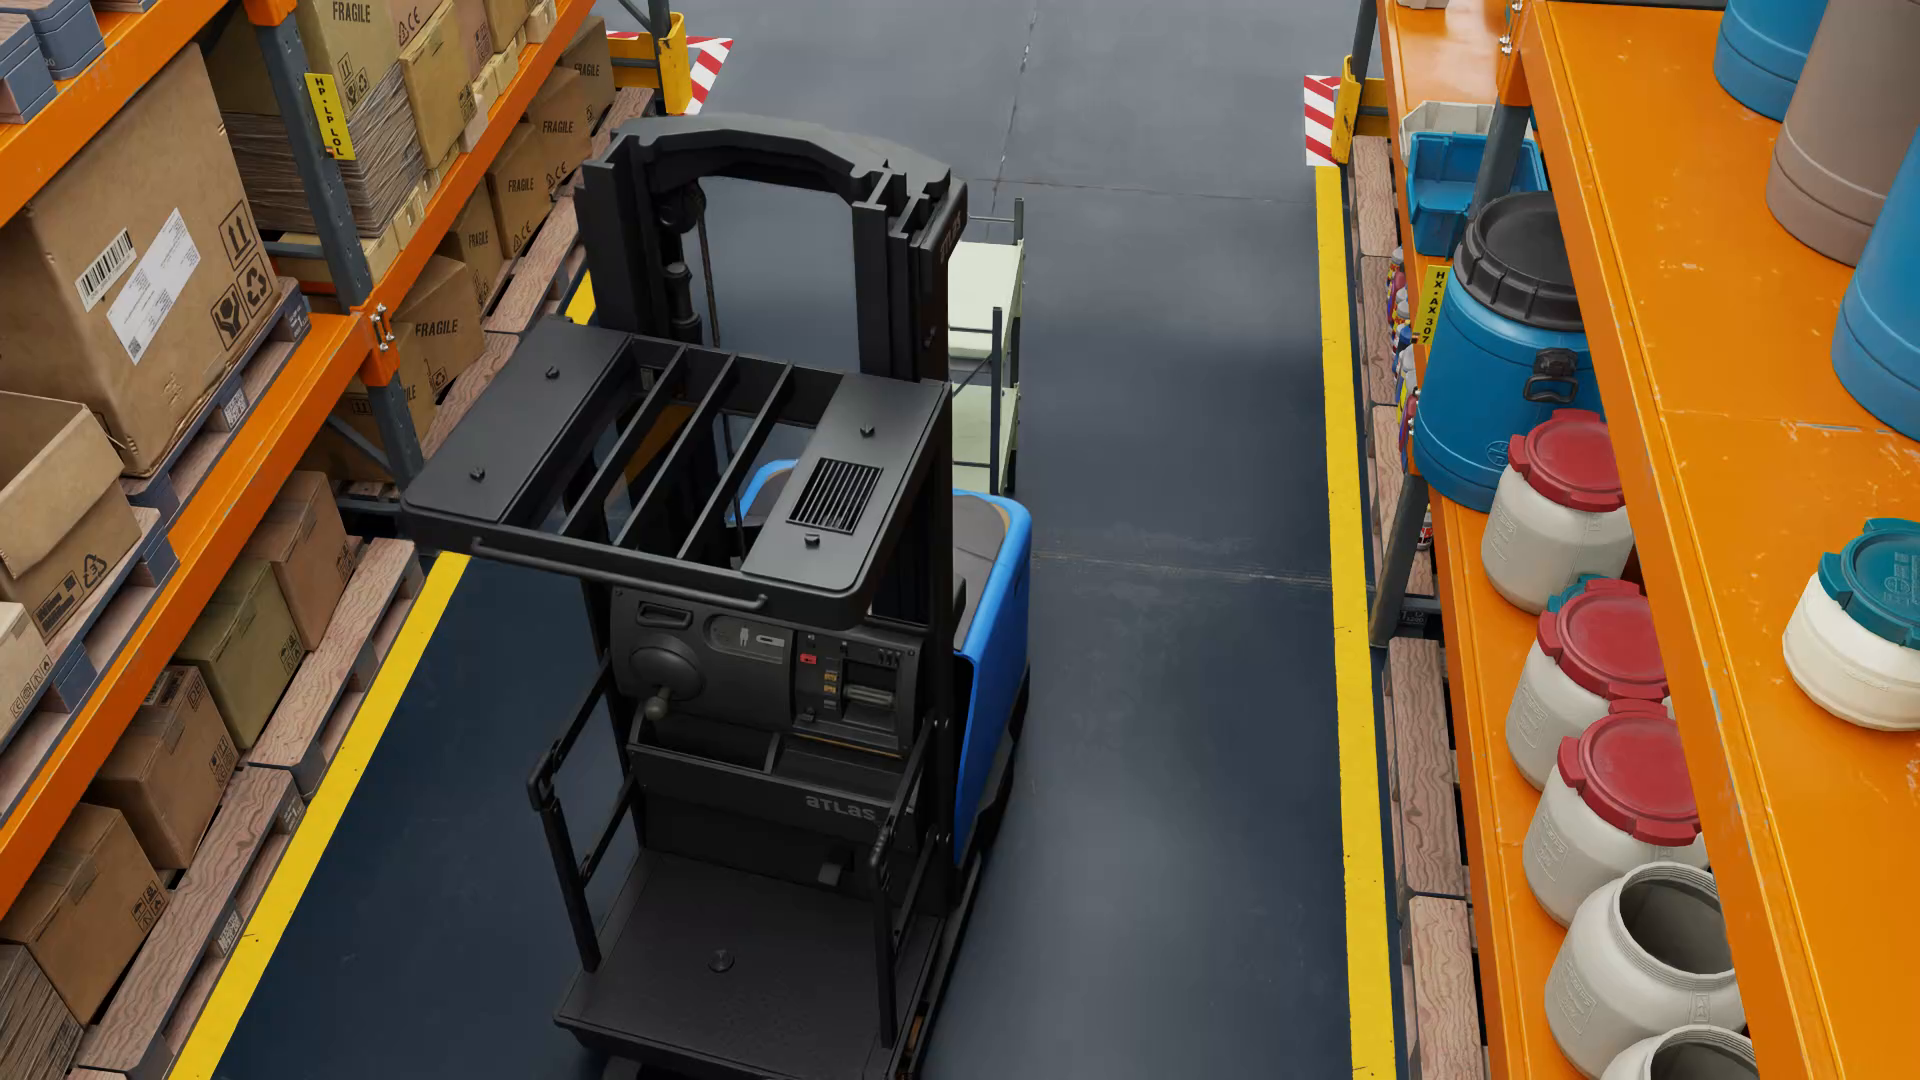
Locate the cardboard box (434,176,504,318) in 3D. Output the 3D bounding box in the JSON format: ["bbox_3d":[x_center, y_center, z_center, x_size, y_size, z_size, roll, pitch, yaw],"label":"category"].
[{"bbox_3d":[-2.572,-1.431,8.092,0.500,0.500,0.500,2,43,2],"label":"cardboard box"}]

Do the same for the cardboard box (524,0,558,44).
[{"bbox_3d":[-2.136,-2.486,7.876,0.380,0.149,0.250,5,44,6],"label":"cardboard box"}]

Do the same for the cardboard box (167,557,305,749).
[{"bbox_3d":[-2.922,0.392,6.152,0.700,0.500,0.500,5,44,5],"label":"cardboard box"}]

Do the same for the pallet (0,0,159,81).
[{"bbox_3d":[-2.925,-1.706,4.825,1.213,0.211,1.003,5,44,6],"label":"pallet"}]

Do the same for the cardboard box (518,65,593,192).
[{"bbox_3d":[-2.353,-2.232,8.938,0.500,0.500,0.500,16,46,16],"label":"cardboard box"}]

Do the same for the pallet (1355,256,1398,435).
[{"bbox_3d":[2.461,-0.921,8.069,1.003,0.211,1.213,5,44,6],"label":"pallet"}]

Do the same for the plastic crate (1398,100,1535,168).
[{"bbox_3d":[2.136,-1.679,7.034,0.530,0.136,0.437,5,44,6],"label":"plastic crate"}]

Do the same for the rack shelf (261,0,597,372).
[{"bbox_3d":[-2.473,-2.197,7.912,1.077,0.370,4.000,5,44,6],"label":"rack shelf"}]

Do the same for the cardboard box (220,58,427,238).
[{"bbox_3d":[-2.617,-1.541,6.407,0.875,0.500,0.500,5,44,6],"label":"cardboard box"}]

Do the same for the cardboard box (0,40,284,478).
[{"bbox_3d":[-2.981,-0.937,5.316,1.000,1.000,1.000,6,44,6],"label":"cardboard box"}]

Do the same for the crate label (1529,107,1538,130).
[{"bbox_3d":[2.726,-2.105,7.266,0.502,0.435,0.616,5,44,6],"label":"crate label"}]

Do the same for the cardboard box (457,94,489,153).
[{"bbox_3d":[-2.262,-1.804,7.156,0.380,0.149,0.250,5,44,6],"label":"cardboard box"}]

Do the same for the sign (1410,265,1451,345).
[{"bbox_3d":[1.628,-0.803,5.716,0.100,0.325,0.005,5,44,6],"label":"sign"}]

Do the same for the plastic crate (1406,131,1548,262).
[{"bbox_3d":[2.049,-1.370,6.624,0.499,0.251,0.616,5,44,6],"label":"plastic crate"}]

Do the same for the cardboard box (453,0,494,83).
[{"bbox_3d":[-2.549,-2.228,7.133,0.875,0.500,0.500,5,44,6],"label":"cardboard box"}]

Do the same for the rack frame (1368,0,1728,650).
[{"bbox_3d":[2.172,-0.645,5.750,1.000,3.000,0.127,5,44,6],"label":"rack frame"}]

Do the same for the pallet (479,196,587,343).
[{"bbox_3d":[-2.525,-1.378,8.552,1.003,0.211,1.213,5,44,6],"label":"pallet"}]

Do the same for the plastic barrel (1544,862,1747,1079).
[{"bbox_3d":[1.623,1.033,3.897,0.421,0.512,0.421,0,43,0],"label":"plastic barrel"}]

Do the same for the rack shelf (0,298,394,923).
[{"bbox_3d":[-3.002,0.529,5.033,1.077,0.370,4.000,5,44,6],"label":"rack shelf"}]

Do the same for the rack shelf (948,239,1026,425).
[{"bbox_3d":[0.001,-0.833,6.471,0.431,0.370,0.720,5,44,6],"label":"rack shelf"}]

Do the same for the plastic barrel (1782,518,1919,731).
[{"bbox_3d":[1.580,0.154,2.825,0.301,0.262,0.301,0,43,0],"label":"plastic barrel"}]

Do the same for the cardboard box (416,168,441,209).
[{"bbox_3d":[-2.359,-1.466,6.799,0.380,0.149,0.250,5,44,6],"label":"cardboard box"}]

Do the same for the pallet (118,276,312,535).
[{"bbox_3d":[-2.983,-0.518,5.755,1.003,0.211,1.213,5,44,6],"label":"pallet"}]

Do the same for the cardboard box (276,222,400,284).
[{"bbox_3d":[-2.411,-1.124,6.438,0.380,0.149,0.250,5,44,6],"label":"cardboard box"}]

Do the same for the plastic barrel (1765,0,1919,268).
[{"bbox_3d":[2.234,-1.105,3.689,0.600,0.901,0.600,0,43,0],"label":"plastic barrel"}]

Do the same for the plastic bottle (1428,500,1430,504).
[{"bbox_3d":[1.972,-0.308,7.001,0.144,0.351,0.185,4,44,4],"label":"plastic bottle"}]

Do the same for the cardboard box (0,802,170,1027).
[{"bbox_3d":[-3.069,1.154,5.348,0.700,0.500,0.500,9,44,9],"label":"cardboard box"}]

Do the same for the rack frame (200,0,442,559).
[{"bbox_3d":[-2.737,-1.096,6.225,1.000,3.000,0.127,5,44,6],"label":"rack frame"}]

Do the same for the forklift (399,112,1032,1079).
[{"bbox_3d":[-0.622,0.467,4.625,1.130,2.935,3.031,11,45,11],"label":"forklift"}]

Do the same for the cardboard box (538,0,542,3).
[{"bbox_3d":[-2.365,-2.905,7.847,0.875,0.500,0.500,5,44,6],"label":"cardboard box"}]

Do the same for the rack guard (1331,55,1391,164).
[{"bbox_3d":[2.738,-2.408,9.429,1.175,0.500,0.348,5,44,6],"label":"rack guard"}]

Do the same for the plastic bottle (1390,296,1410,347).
[{"bbox_3d":[2.094,-1.031,7.822,0.097,0.271,0.097,0,43,0],"label":"plastic bottle"}]

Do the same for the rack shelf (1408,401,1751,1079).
[{"bbox_3d":[1.908,0.979,4.558,1.077,0.370,4.000,5,44,6],"label":"rack shelf"}]

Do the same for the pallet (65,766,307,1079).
[{"bbox_3d":[-2.998,1.282,5.743,1.003,0.211,1.213,5,44,6],"label":"pallet"}]

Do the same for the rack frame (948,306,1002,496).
[{"bbox_3d":[-0.048,-0.300,6.476,0.400,1.500,0.023,5,44,6],"label":"rack frame"}]

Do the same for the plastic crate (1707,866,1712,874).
[{"bbox_3d":[2.222,0.644,4.542,0.450,0.188,0.662,5,44,6],"label":"plastic crate"}]

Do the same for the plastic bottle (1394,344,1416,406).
[{"bbox_3d":[2.065,-0.742,7.514,0.152,0.276,0.135,6,44,6],"label":"plastic bottle"}]

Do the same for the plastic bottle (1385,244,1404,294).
[{"bbox_3d":[2.152,-1.333,8.141,0.097,0.271,0.097,0,43,0],"label":"plastic bottle"}]

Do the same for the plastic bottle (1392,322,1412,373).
[{"bbox_3d":[2.067,-0.893,7.676,0.097,0.271,0.097,0,43,0],"label":"plastic bottle"}]

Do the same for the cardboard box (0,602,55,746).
[{"bbox_3d":[-2.817,0.411,4.438,0.500,0.250,0.500,4,44,4],"label":"cardboard box"}]

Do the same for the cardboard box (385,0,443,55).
[{"bbox_3d":[-2.361,-2.227,6.404,0.500,0.500,0.500,5,44,6],"label":"cardboard box"}]

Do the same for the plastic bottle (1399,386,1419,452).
[{"bbox_3d":[1.977,-0.529,7.283,0.061,0.283,0.133,8,44,8],"label":"plastic bottle"}]

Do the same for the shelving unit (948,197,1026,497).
[{"bbox_3d":[0.001,-0.549,6.739,0.431,1.500,0.755,5,44,6],"label":"shelving unit"}]

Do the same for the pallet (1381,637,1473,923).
[{"bbox_3d":[2.107,0.906,6.140,1.003,0.211,1.213,5,44,6],"label":"pallet"}]

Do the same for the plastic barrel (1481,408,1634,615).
[{"bbox_3d":[1.828,-0.063,5.036,0.433,0.535,0.433,0,43,0],"label":"plastic barrel"}]

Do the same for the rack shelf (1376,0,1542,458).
[{"bbox_3d":[2.437,-1.747,7.437,1.077,0.370,4.000,5,44,6],"label":"rack shelf"}]

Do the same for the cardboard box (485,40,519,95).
[{"bbox_3d":[-2.226,-2.147,7.519,0.380,0.149,0.250,5,44,6],"label":"cardboard box"}]

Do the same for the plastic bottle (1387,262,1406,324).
[{"bbox_3d":[2.104,-1.185,7.975,0.061,0.283,0.133,6,44,6],"label":"plastic bottle"}]

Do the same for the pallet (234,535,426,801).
[{"bbox_3d":[-2.839,0.448,6.624,1.003,0.211,1.213,5,44,6],"label":"pallet"}]

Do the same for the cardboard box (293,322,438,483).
[{"bbox_3d":[-2.645,-0.609,7.225,0.500,0.500,0.500,4,44,4],"label":"cardboard box"}]

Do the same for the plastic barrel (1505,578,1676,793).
[{"bbox_3d":[1.731,0.437,4.508,0.433,0.535,0.433,0,43,0],"label":"plastic barrel"}]
